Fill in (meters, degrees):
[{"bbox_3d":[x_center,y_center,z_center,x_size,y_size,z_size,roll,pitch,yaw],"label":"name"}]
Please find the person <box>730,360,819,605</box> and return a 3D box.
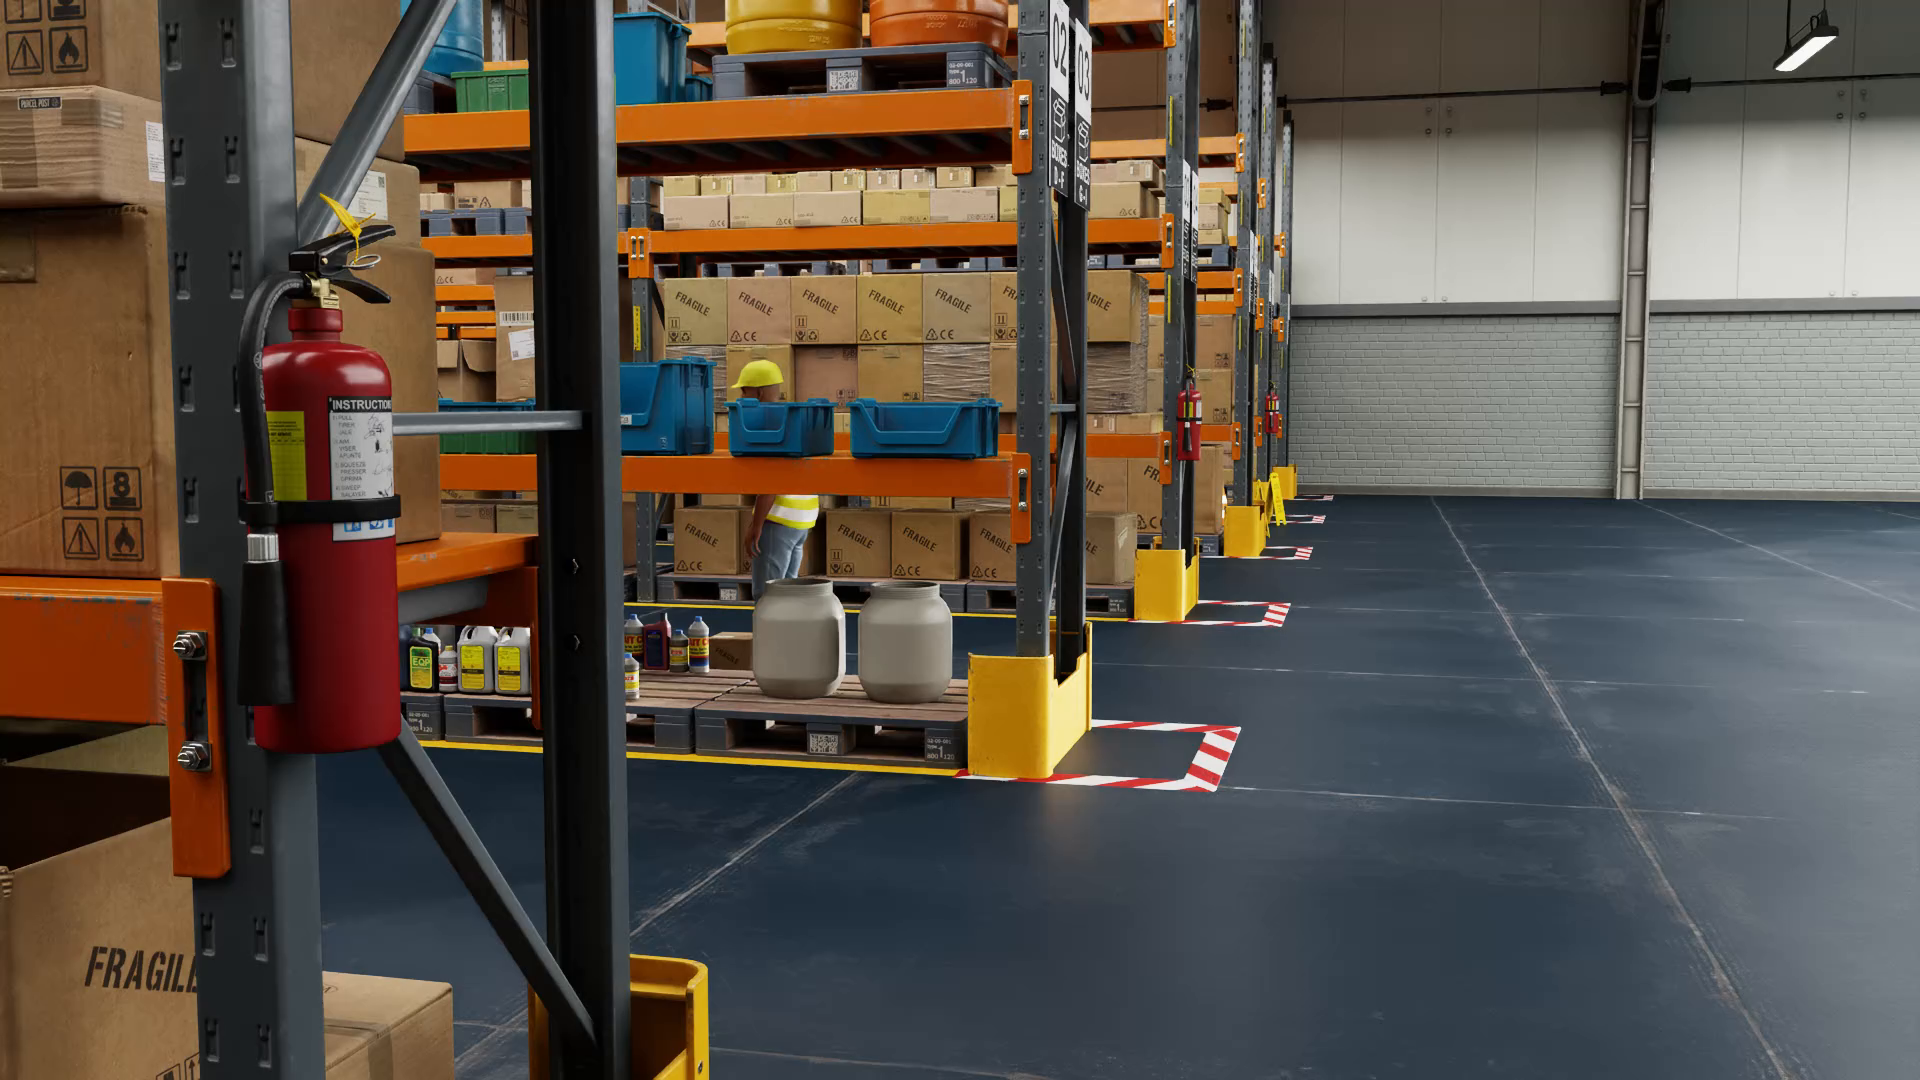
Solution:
[{"bbox_3d":[-1.013,-0.097,9.075,0.458,1.761,0.638,1,5,12],"label":"person"}]
